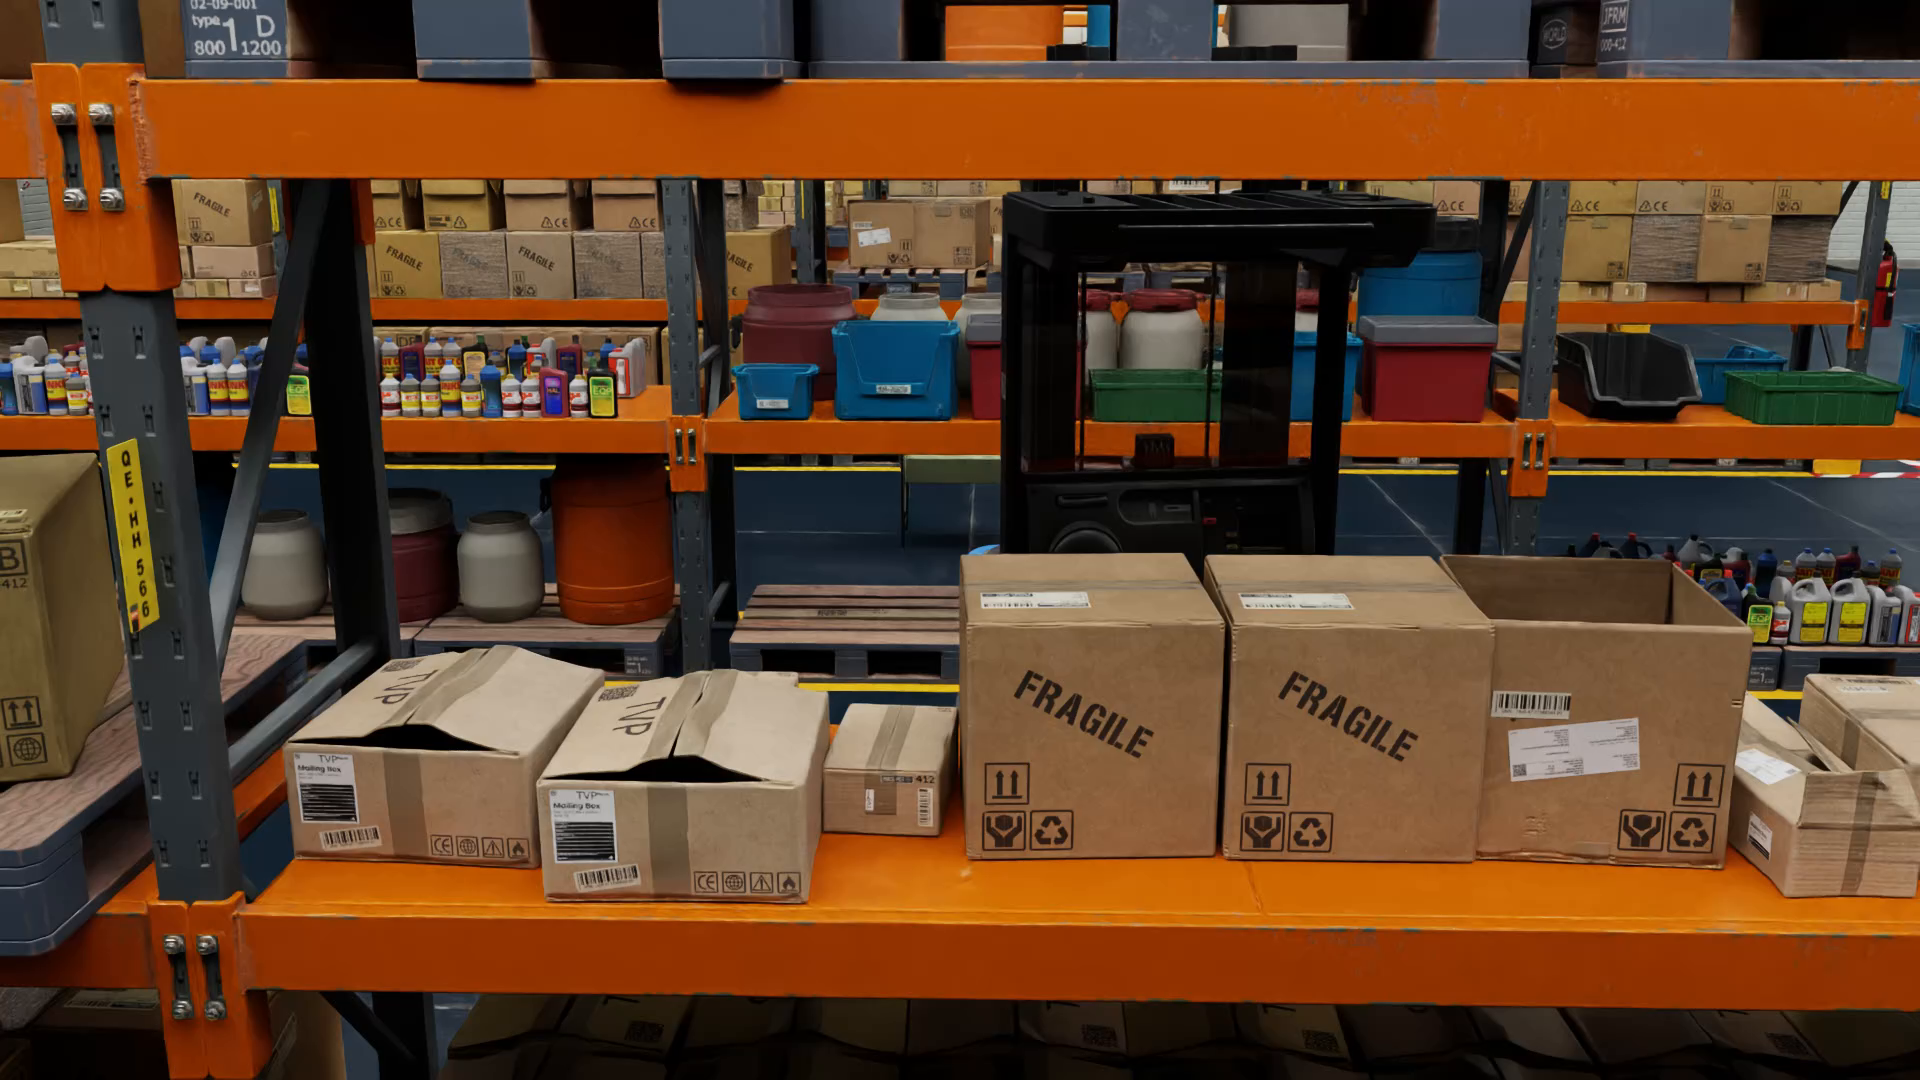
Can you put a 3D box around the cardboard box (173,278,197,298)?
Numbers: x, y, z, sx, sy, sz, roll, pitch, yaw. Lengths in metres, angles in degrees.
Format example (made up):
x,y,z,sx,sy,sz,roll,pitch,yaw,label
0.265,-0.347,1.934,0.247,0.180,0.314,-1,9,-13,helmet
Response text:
x,y,z,sx,sy,sz,roll,pitch,yaw,label
-5.991,-1.977,12.947,0.250,0.149,0.380,0,15,0,cardboard box

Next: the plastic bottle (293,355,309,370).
x,y,z,sx,sy,sz,roll,pitch,yaw,label
-3.166,-0.750,8.032,0.133,0.283,0.061,0,15,1,plastic bottle

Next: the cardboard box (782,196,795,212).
x,y,z,sx,sy,sz,roll,pitch,yaw,label
-1.710,-3.529,17.422,0.250,0.149,0.380,1,15,4,cardboard box

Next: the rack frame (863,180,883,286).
x,y,z,sx,sy,sz,roll,pitch,yaw,label
-0.938,-3.415,17.904,0.127,3.000,1.000,0,15,1,rack frame

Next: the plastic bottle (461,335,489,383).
x,y,z,sx,sy,sz,roll,pitch,yaw,label
-2.542,-0.934,8.727,0.133,0.283,0.061,0,15,1,plastic bottle

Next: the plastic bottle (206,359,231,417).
x,y,z,sx,sy,sz,roll,pitch,yaw,label
-3.565,-0.736,8.002,0.097,0.271,0.097,0,15,0,plastic bottle

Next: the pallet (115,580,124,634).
x,y,z,sx,sy,sz,roll,pitch,yaw,label
-4.520,0.450,8.720,1.213,0.211,1.003,0,15,1,pallet

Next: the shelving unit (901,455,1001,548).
x,y,z,sx,sy,sz,roll,pitch,yaw,label
0.007,-0.725,10.649,0.755,1.500,0.431,0,15,1,shelving unit

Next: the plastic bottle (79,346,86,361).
x,y,z,sx,sy,sz,roll,pitch,yaw,label
-4.523,-0.931,8.733,0.135,0.276,0.152,0,15,1,plastic bottle

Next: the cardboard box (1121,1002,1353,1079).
x,y,z,sx,sy,sz,roll,pitch,yaw,label
0.633,1.181,3.952,0.500,0.311,0.500,1,15,3,cardboard box

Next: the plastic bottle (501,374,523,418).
x,y,z,sx,sy,sz,roll,pitch,yaw,label
-2.150,-0.693,7.976,0.097,0.201,0.097,0,15,0,plastic bottle

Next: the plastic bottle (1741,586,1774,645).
x,y,z,sx,sy,sz,roll,pitch,yaw,label
3.856,0.363,8.046,0.133,0.283,0.061,1,15,4,plastic bottle

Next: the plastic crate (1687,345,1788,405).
x,y,z,sx,sy,sz,roll,pitch,yaw,label
3.820,-0.852,8.480,0.616,0.251,0.499,0,15,1,plastic crate

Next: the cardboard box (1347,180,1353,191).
x,y,z,sx,sy,sz,roll,pitch,yaw,label
3.290,-2.868,13.090,0.500,0.500,0.500,0,15,1,cardboard box

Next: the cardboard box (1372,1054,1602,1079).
x,y,z,sx,sy,sz,roll,pitch,yaw,label
1.145,1.322,3.418,0.500,0.311,0.500,0,15,1,cardboard box

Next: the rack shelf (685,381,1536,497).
x,y,z,sx,sy,sz,roll,pitch,yaw,label
0.707,-0.527,8.367,4.000,0.370,1.077,0,15,1,rack shelf

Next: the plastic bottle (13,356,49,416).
x,y,z,sx,sy,sz,roll,pitch,yaw,label
-4.472,-0.751,8.051,0.135,0.276,0.152,0,15,1,plastic bottle

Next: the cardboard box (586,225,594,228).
x,y,z,sx,sy,sz,roll,pitch,yaw,label
-3.172,-2.281,13.409,0.500,0.500,0.500,0,15,2,cardboard box

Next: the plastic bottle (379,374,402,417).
x,y,z,sx,sy,sz,roll,pitch,yaw,label
-2.734,-0.697,7.991,0.097,0.201,0.097,0,15,0,plastic bottle

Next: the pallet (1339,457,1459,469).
x,y,z,sx,sy,sz,roll,pitch,yaw,label
3.506,-0.781,13.387,1.213,0.211,1.003,0,15,1,pallet

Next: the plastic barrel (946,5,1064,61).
x,y,z,sx,sy,sz,roll,pitch,yaw,label
0.177,-2.481,7.641,0.708,0.830,0.600,0,15,1,plastic barrel

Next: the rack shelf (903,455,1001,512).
x,y,z,sx,sy,sz,roll,pitch,yaw,label
0.007,-0.410,10.732,0.720,0.370,0.431,0,15,1,rack shelf

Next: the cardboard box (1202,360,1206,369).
x,y,z,sx,sy,sz,roll,pitch,yaw,label
1.744,-1.146,13.342,0.500,0.500,0.700,0,15,1,cardboard box

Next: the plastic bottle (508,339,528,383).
x,y,z,sx,sy,sz,roll,pitch,yaw,label
-2.296,-0.906,8.646,0.097,0.271,0.097,0,15,0,plastic bottle

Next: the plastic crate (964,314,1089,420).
x,y,z,sx,sy,sz,roll,pitch,yaw,label
0.316,-0.830,7.981,0.583,0.464,0.402,0,15,1,plastic crate

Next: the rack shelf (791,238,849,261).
x,y,z,sx,sy,sz,roll,pitch,yaw,label
-2.937,-3.080,18.045,4.000,0.370,1.077,0,15,1,rack shelf

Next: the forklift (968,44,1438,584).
x,y,z,sx,sy,sz,roll,pitch,yaw,label
0.705,-0.004,5.110,1.130,2.935,3.031,-2,15,-7,forklift

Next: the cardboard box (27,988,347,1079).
x,y,z,sx,sy,sz,roll,pitch,yaw,label
-1.870,1.296,4.087,0.500,0.500,0.500,1,15,4,cardboard box

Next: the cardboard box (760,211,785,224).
x,y,z,sx,sy,sz,roll,pitch,yaw,label
-1.948,-3.386,17.464,0.250,0.149,0.380,1,15,2,cardboard box

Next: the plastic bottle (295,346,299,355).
x,y,z,sx,sy,sz,roll,pitch,yaw,label
-3.420,-0.939,8.749,0.133,0.283,0.061,0,15,1,plastic bottle

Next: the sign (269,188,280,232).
x,y,z,sx,sy,sz,roll,pitch,yaw,label
-5.177,-2.492,12.554,0.005,0.325,0.100,0,15,1,sign

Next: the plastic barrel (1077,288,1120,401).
x,y,z,sx,sy,sz,roll,pitch,yaw,label
0.590,-0.997,8.473,0.433,0.535,0.433,0,15,0,plastic barrel

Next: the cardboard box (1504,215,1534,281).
x,y,z,sx,sy,sz,roll,pitch,yaw,label
4.283,-2.308,12.931,0.500,0.500,0.875,0,15,1,cardboard box

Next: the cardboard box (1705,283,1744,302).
x,y,z,sx,sy,sz,roll,pitch,yaw,label
5.791,-1.922,12.739,0.250,0.149,0.380,0,15,1,cardboard box

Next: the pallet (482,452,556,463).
x,y,z,sx,sy,sz,roll,pitch,yaw,label
-3.168,-0.836,13.593,1.213,0.211,1.003,0,15,1,pallet

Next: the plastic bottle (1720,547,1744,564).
x,y,z,sx,sy,sz,roll,pitch,yaw,label
4.035,0.179,8.759,0.135,0.276,0.152,1,15,2,plastic bottle

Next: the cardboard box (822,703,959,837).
x,y,z,sx,sy,sz,roll,pitch,yaw,label
-0.146,0.491,3.592,0.250,0.149,0.380,1,15,6,cardboard box

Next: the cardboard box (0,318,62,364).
x,y,z,sx,sy,sz,roll,pitch,yaw,label
-7.611,-1.389,13.566,0.875,0.875,0.875,0,15,1,cardboard box

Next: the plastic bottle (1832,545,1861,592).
x,y,z,sx,sy,sz,roll,pitch,yaw,label
4.675,0.168,8.787,0.133,0.283,0.061,1,15,2,plastic bottle

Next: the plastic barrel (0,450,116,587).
x,y,z,sx,sy,sz,roll,pitch,yaw,label
-4.747,-0.094,8.608,0.708,0.901,0.600,0,15,1,plastic barrel

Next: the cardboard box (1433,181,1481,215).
x,y,z,sx,sy,sz,roll,pitch,yaw,label
3.777,-2.730,12.568,0.500,0.500,0.500,0,15,1,cardboard box

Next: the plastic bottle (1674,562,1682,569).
x,y,z,sx,sy,sz,roll,pitch,yaw,label
3.507,0.281,8.226,0.185,0.351,0.144,0,15,1,plastic bottle

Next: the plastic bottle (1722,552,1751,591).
x,y,z,sx,sy,sz,roll,pitch,yaw,label
4.033,0.202,8.656,0.133,0.283,0.061,0,15,1,plastic bottle

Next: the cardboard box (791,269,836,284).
x,y,z,sx,sy,sz,roll,pitch,yaw,label
-1.621,-2.838,18.325,0.500,0.250,0.500,0,15,-1,cardboard box

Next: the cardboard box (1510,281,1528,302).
x,y,z,sx,sy,sz,roll,pitch,yaw,label
4.291,-1.923,12.742,0.250,0.149,0.380,0,15,1,cardboard box

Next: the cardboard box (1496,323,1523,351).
x,y,z,sx,sy,sz,roll,pitch,yaw,label
5.500,-2.531,17.897,0.875,0.875,0.875,0,15,1,cardboard box

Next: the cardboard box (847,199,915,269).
x,y,z,sx,sy,sz,roll,pitch,yaw,label
-0.625,-2.409,13.071,0.500,0.500,0.500,-1,15,-5,cardboard box

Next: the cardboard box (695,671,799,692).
x,y,z,sx,sy,sz,roll,pitch,yaw,label
-0.516,0.432,3.814,0.250,0.149,0.380,0,15,1,cardboard box

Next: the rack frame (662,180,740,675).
x,y,z,sx,sy,sz,roll,pitch,yaw,label
-1.292,-0.888,8.325,0.127,3.000,1.000,0,15,1,rack frame

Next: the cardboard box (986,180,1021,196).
x,y,z,sx,sy,sz,roll,pitch,yaw,label
0.529,-3.936,17.721,0.500,0.500,0.700,0,15,1,cardboard box

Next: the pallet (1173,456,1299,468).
x,y,z,sx,sy,sz,roll,pitch,yaw,label
2.055,-0.781,13.387,1.213,0.211,1.003,0,15,1,pallet

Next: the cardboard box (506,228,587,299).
x,y,z,sx,sy,sz,roll,pitch,yaw,label
-3.191,-2.150,12.913,0.500,0.500,0.500,1,15,2,cardboard box

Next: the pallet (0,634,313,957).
x,y,z,sx,sy,sz,roll,pitch,yaw,label
-2.102,0.482,3.510,1.003,0.211,1.213,0,15,1,pallet

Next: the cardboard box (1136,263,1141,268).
x,y,z,sx,sy,sz,roll,pitch,yaw,label
2.562,-3.587,22.885,0.625,0.372,0.950,1,15,2,cardboard box

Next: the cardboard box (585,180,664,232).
x,y,z,sx,sy,sz,roll,pitch,yaw,label
-2.547,-2.698,13.024,0.637,0.503,0.797,1,15,3,cardboard box

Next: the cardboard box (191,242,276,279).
x,y,z,sx,sy,sz,roll,pitch,yaw,label
-5.612,-2.184,12.949,0.500,0.250,0.500,0,15,0,cardboard box

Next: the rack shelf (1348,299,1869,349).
x,y,z,sx,sy,sz,roll,pitch,yaw,label
4.833,-1.764,13.056,4.000,0.370,1.077,0,15,1,rack shelf

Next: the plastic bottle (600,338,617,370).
x,y,z,sx,sy,sz,roll,pitch,yaw,label
-1.831,-0.918,8.694,0.097,0.271,0.097,0,15,0,plastic bottle

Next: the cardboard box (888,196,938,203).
x,y,z,sx,sy,sz,roll,pitch,yaw,label
-0.496,-3.392,17.619,0.500,0.500,0.500,1,15,2,cardboard box
